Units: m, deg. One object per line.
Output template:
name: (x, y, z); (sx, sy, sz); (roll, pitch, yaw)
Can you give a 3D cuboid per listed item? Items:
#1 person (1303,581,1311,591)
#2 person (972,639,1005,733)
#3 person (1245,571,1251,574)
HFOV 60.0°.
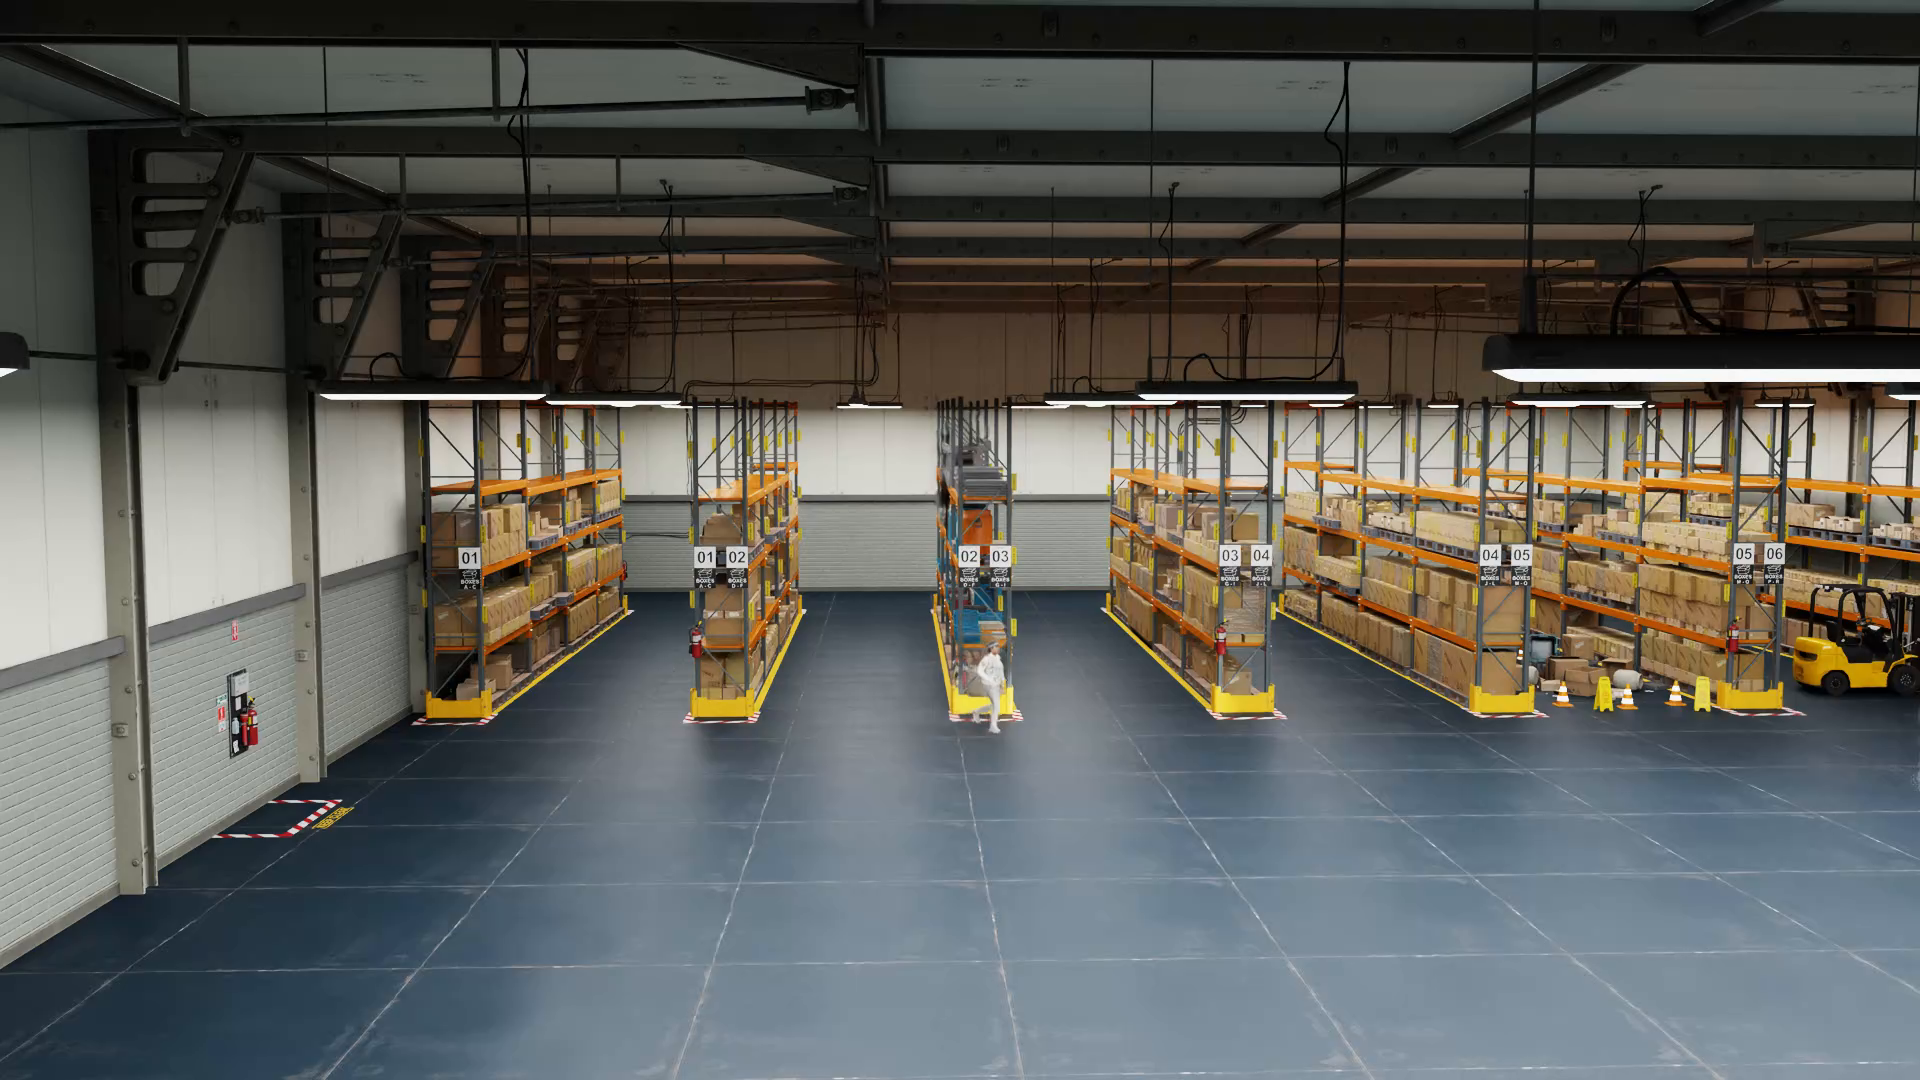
person: (10.336, 1.095, 49.006); (0.703, 1.731, 0.827); (-4, 6, -41)
person: (0.519, 2.608, 29.917); (0.692, 1.680, 0.655); (3, 5, 34)
person: (8.022, 1.352, 45.764); (0.669, 1.768, 0.913); (1, 5, 11)
